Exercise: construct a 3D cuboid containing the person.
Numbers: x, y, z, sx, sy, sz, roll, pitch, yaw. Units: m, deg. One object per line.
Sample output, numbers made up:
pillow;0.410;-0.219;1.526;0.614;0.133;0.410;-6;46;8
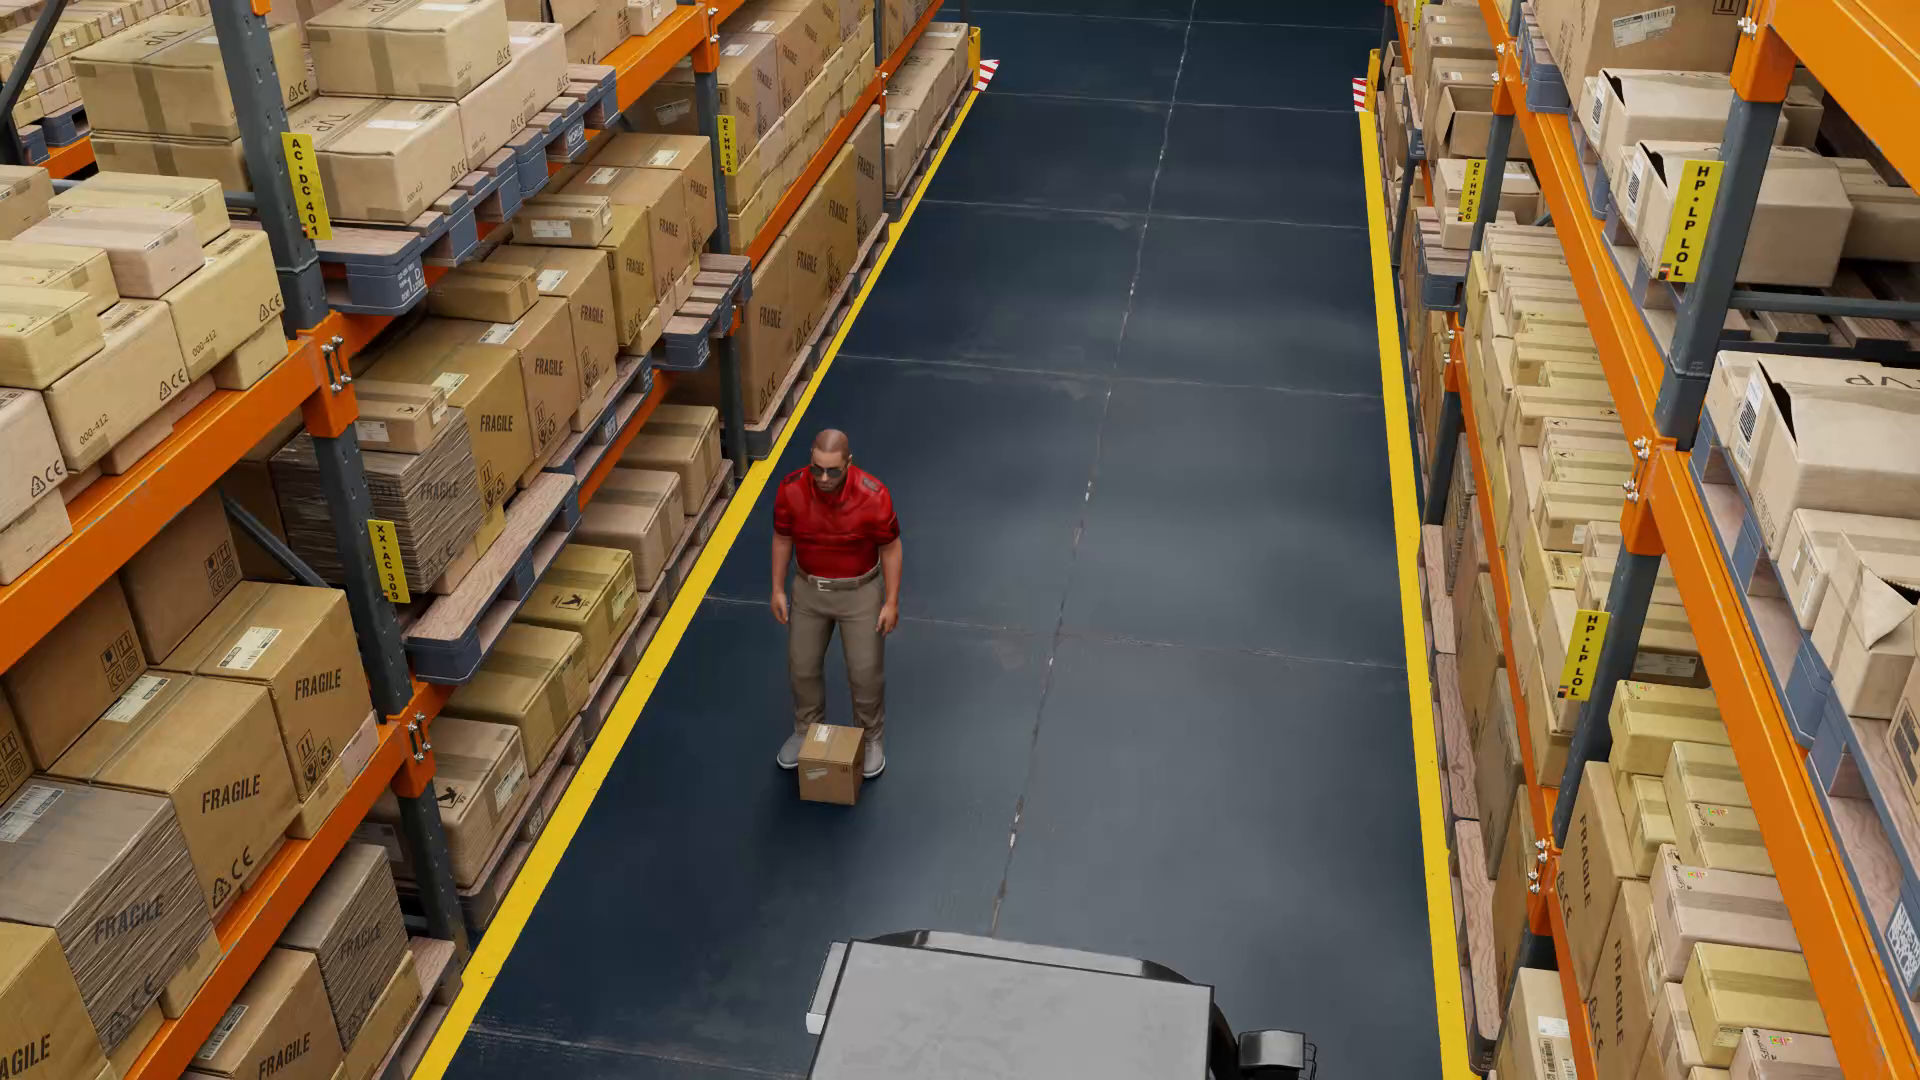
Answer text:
person;-0.547;0.257;7.356;0.586;1.727;0.393;5;33;9
